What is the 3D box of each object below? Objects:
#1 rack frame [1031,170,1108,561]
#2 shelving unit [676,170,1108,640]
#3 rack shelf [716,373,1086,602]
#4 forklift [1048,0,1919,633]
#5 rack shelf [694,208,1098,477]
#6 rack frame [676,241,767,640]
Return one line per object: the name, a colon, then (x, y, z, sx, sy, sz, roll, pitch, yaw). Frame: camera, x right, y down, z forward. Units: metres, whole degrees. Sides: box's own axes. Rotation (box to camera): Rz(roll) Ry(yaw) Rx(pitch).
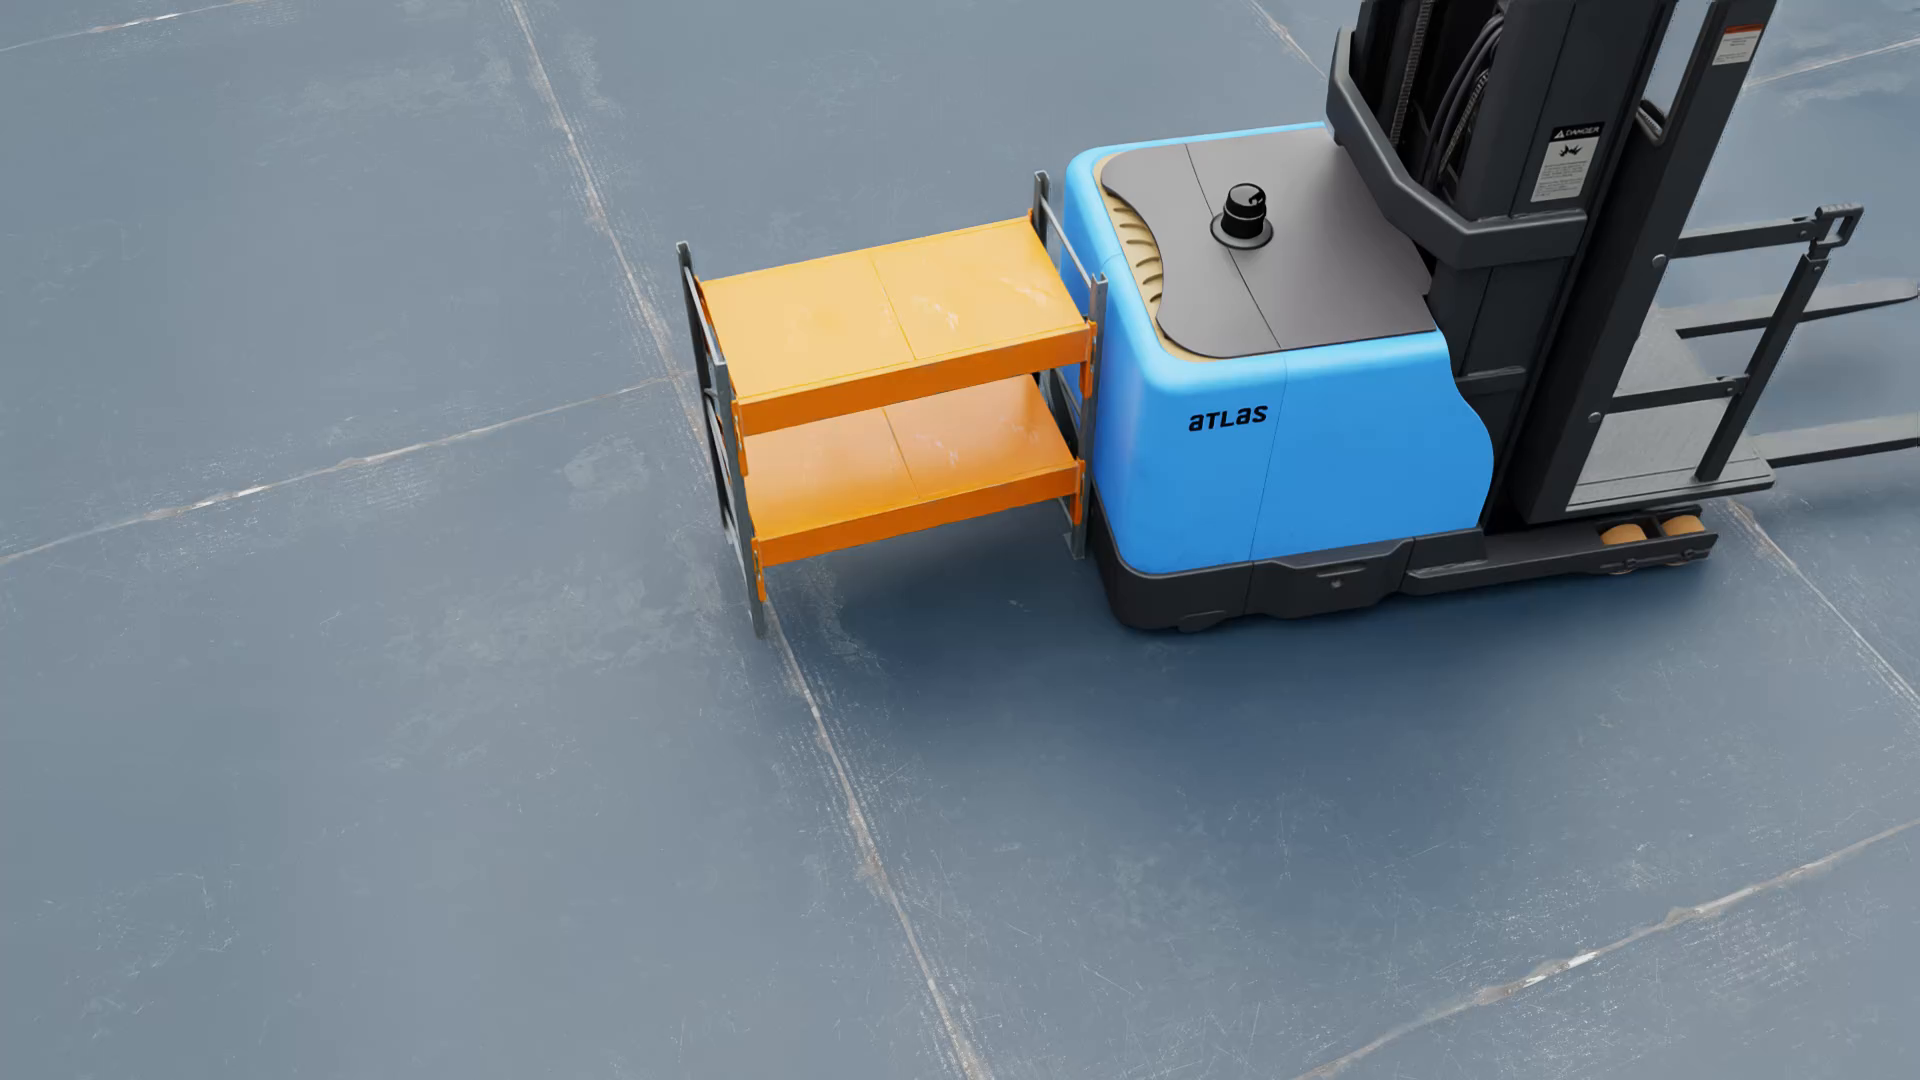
rack frame: (0.298, -0.486, 4.926, 0.032, 1.125, 0.500, -14, 51, -11)
shelving unit: (-0.186, -0.369, 4.825, 1.048, 1.125, 0.538, -14, 51, -11)
rack shelf: (-0.186, -0.209, 5.011, 1.000, 0.278, 0.538, -14, 51, -11)
forklift: (1.861, -1.236, 4.379, 3.031, 2.935, 1.130, -8, 50, -7)
rack shelf: (-0.186, -0.559, 4.603, 1.000, 0.278, 0.538, -14, 51, -11)
rack frame: (-0.671, -0.251, 4.724, 0.032, 1.125, 0.500, -14, 51, -11)
